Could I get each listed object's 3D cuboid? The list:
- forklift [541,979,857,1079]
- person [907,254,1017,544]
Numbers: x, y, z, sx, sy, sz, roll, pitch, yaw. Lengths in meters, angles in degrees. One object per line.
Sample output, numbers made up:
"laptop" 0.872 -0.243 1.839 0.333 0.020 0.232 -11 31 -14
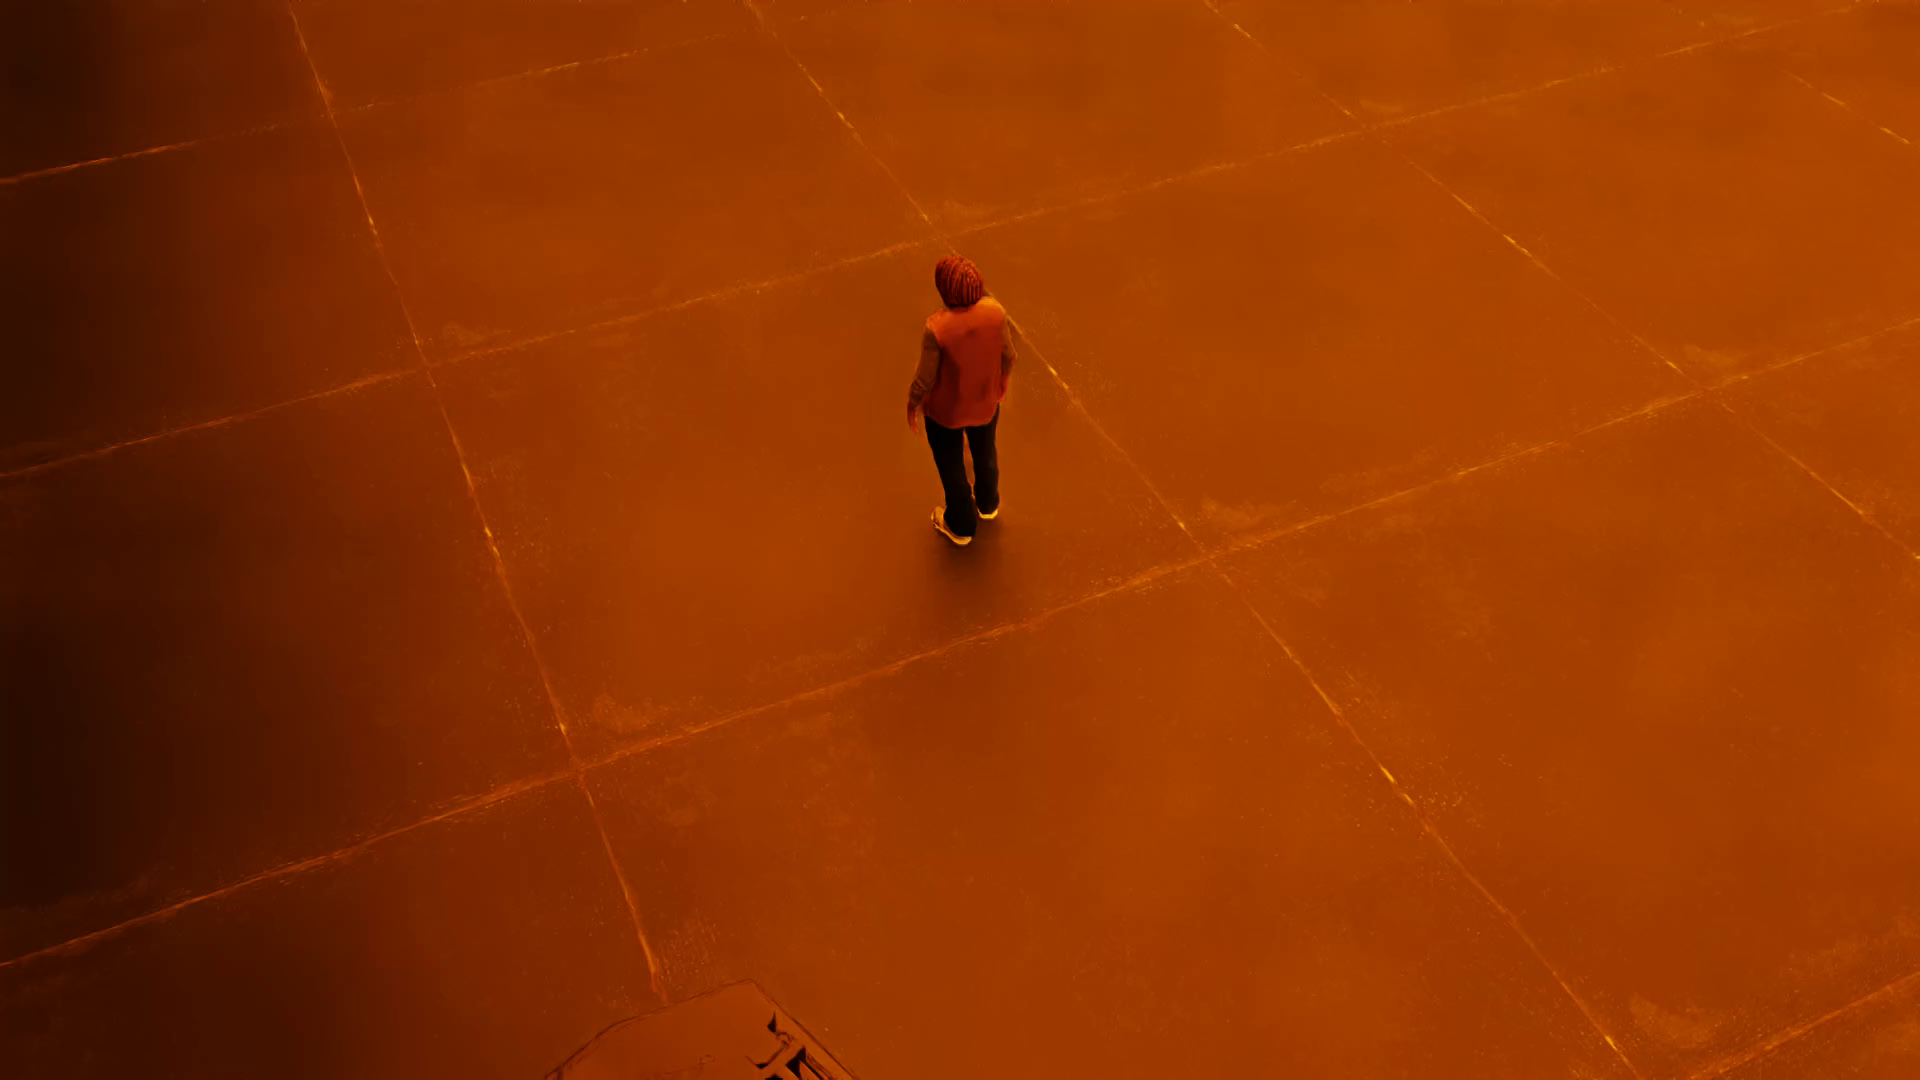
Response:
"forklift" -0.179 2.308 3.207 1.130 2.935 3.031 -34 53 -31
"person" -0.019 -0.639 7.332 0.520 1.597 0.474 -18 46 -18
